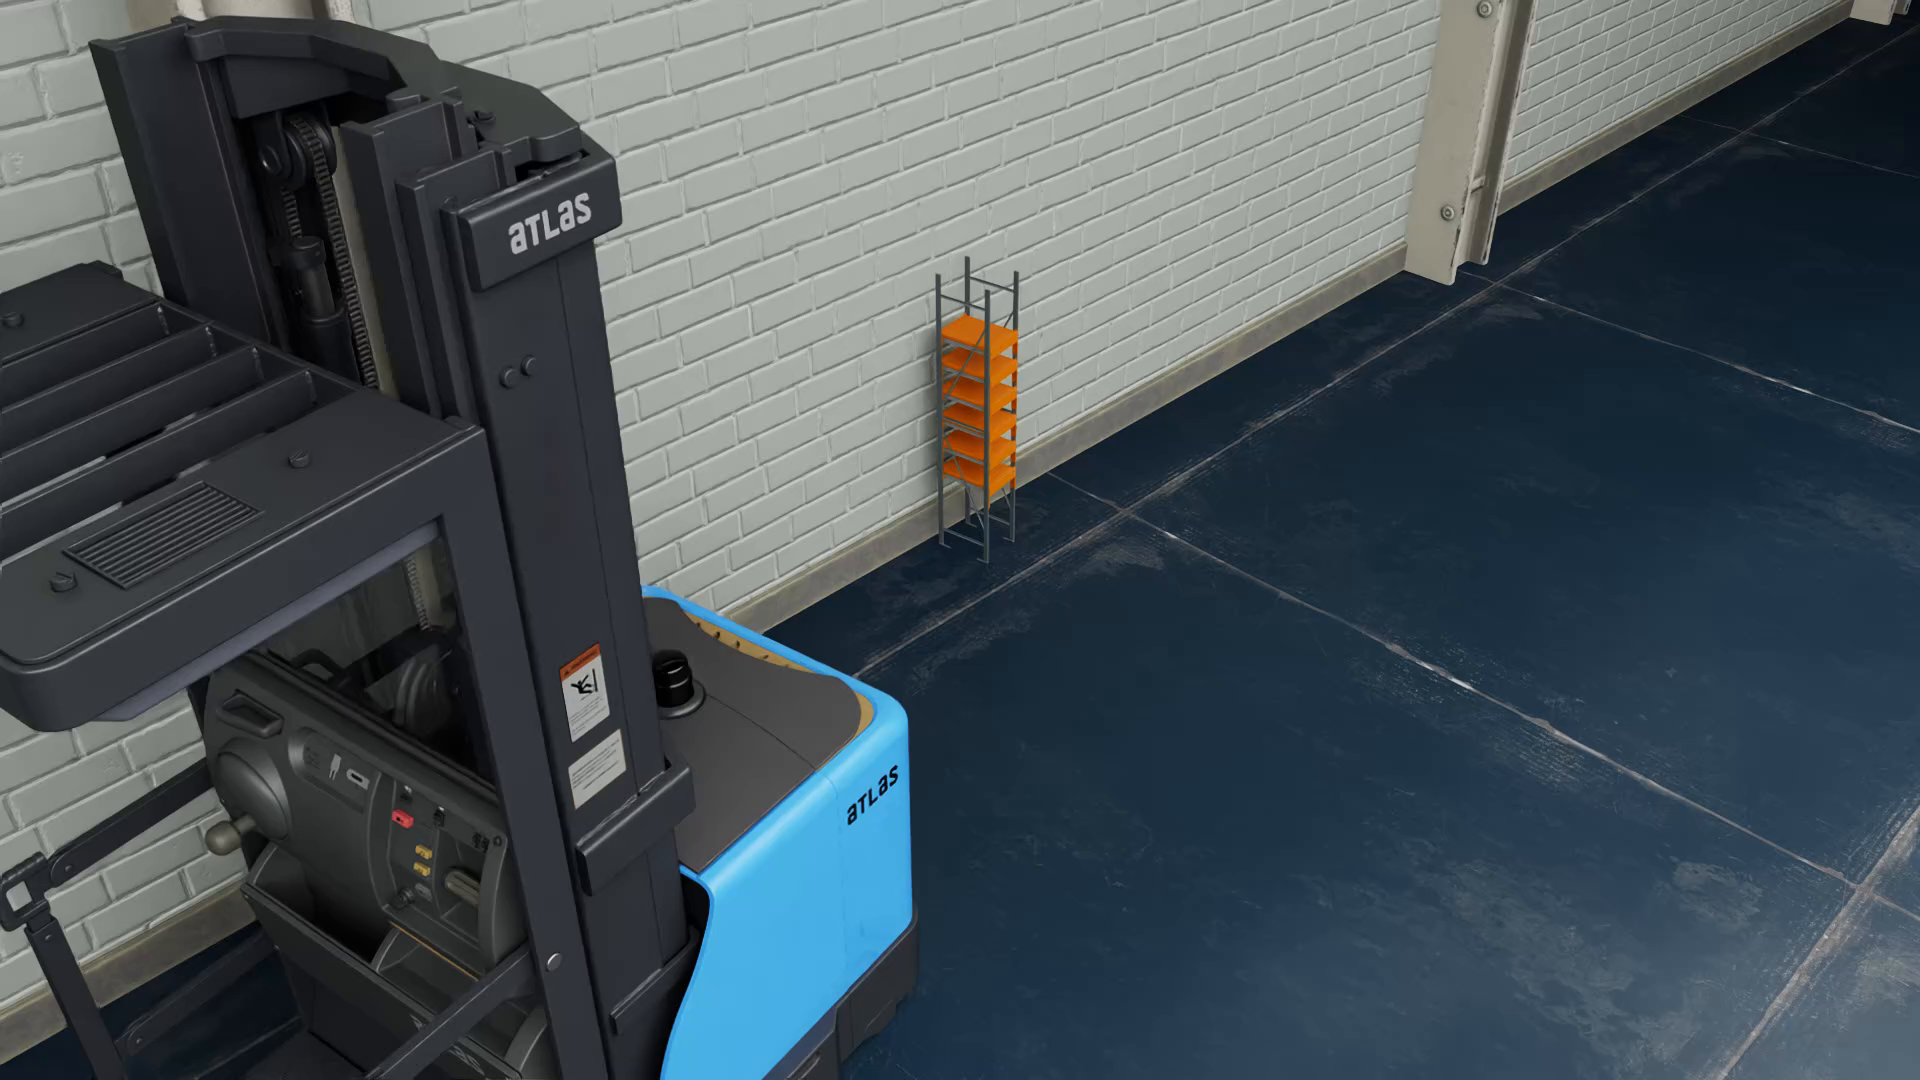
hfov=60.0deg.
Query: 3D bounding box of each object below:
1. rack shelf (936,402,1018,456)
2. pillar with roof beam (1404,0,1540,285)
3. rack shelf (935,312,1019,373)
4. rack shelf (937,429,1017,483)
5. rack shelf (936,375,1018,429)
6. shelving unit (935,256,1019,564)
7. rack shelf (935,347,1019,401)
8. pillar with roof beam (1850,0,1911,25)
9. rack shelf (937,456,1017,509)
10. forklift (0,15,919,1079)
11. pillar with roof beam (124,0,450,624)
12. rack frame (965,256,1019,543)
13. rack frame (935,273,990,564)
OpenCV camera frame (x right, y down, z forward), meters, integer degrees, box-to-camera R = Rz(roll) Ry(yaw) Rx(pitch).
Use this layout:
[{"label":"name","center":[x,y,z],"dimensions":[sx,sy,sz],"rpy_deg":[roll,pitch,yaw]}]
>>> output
[{"label":"rack shelf","center":[0.065,-0.442,6.412],"dimensions":[0.258,0.103,0.180],"rpy_deg":[22,41,29]},{"label":"pillar with roof beam","center":[5.627,-3.421,3.788],"dimensions":[9.100,9.000,0.400],"rpy_deg":[30,45,35]},{"label":"rack shelf","center":[0.064,-0.738,6.206],"dimensions":[0.258,0.103,0.180],"rpy_deg":[22,41,29]},{"label":"rack shelf","center":[0.066,-0.344,6.481],"dimensions":[0.258,0.103,0.180],"rpy_deg":[22,41,29]},{"label":"rack shelf","center":[0.065,-0.541,6.344],"dimensions":[0.258,0.103,0.180],"rpy_deg":[22,41,29]},{"label":"shelving unit","center":[0.065,-0.479,6.387],"dimensions":[0.258,1.200,0.189],"rpy_deg":[22,41,29]},{"label":"rack shelf","center":[0.065,-0.639,6.275],"dimensions":[0.258,0.103,0.180],"rpy_deg":[22,41,29]},{"label":"pillar with roof beam","center":[9.855,-5.857,7.281],"dimensions":[9.100,9.000,0.400],"rpy_deg":[30,45,35]},{"label":"rack shelf","center":[0.066,-0.246,6.550],"dimensions":[0.258,0.103,0.180],"rpy_deg":[22,41,29]},{"label":"forklift","center":[-1.378,0.628,3.287],"dimensions":[1.130,2.935,3.031],"rpy_deg":[22,40,28]},{"label":"pillar with roof beam","center":[1.400,-0.985,0.296],"dimensions":[9.100,9.000,0.400],"rpy_deg":[30,45,35]},{"label":"rack frame","center":[0.119,-0.522,6.448],"dimensions":[0.240,1.200,0.006],"rpy_deg":[22,41,29]},{"label":"rack frame","center":[0.012,-0.436,6.326],"dimensions":[0.240,1.200,0.006],"rpy_deg":[22,41,29]}]
